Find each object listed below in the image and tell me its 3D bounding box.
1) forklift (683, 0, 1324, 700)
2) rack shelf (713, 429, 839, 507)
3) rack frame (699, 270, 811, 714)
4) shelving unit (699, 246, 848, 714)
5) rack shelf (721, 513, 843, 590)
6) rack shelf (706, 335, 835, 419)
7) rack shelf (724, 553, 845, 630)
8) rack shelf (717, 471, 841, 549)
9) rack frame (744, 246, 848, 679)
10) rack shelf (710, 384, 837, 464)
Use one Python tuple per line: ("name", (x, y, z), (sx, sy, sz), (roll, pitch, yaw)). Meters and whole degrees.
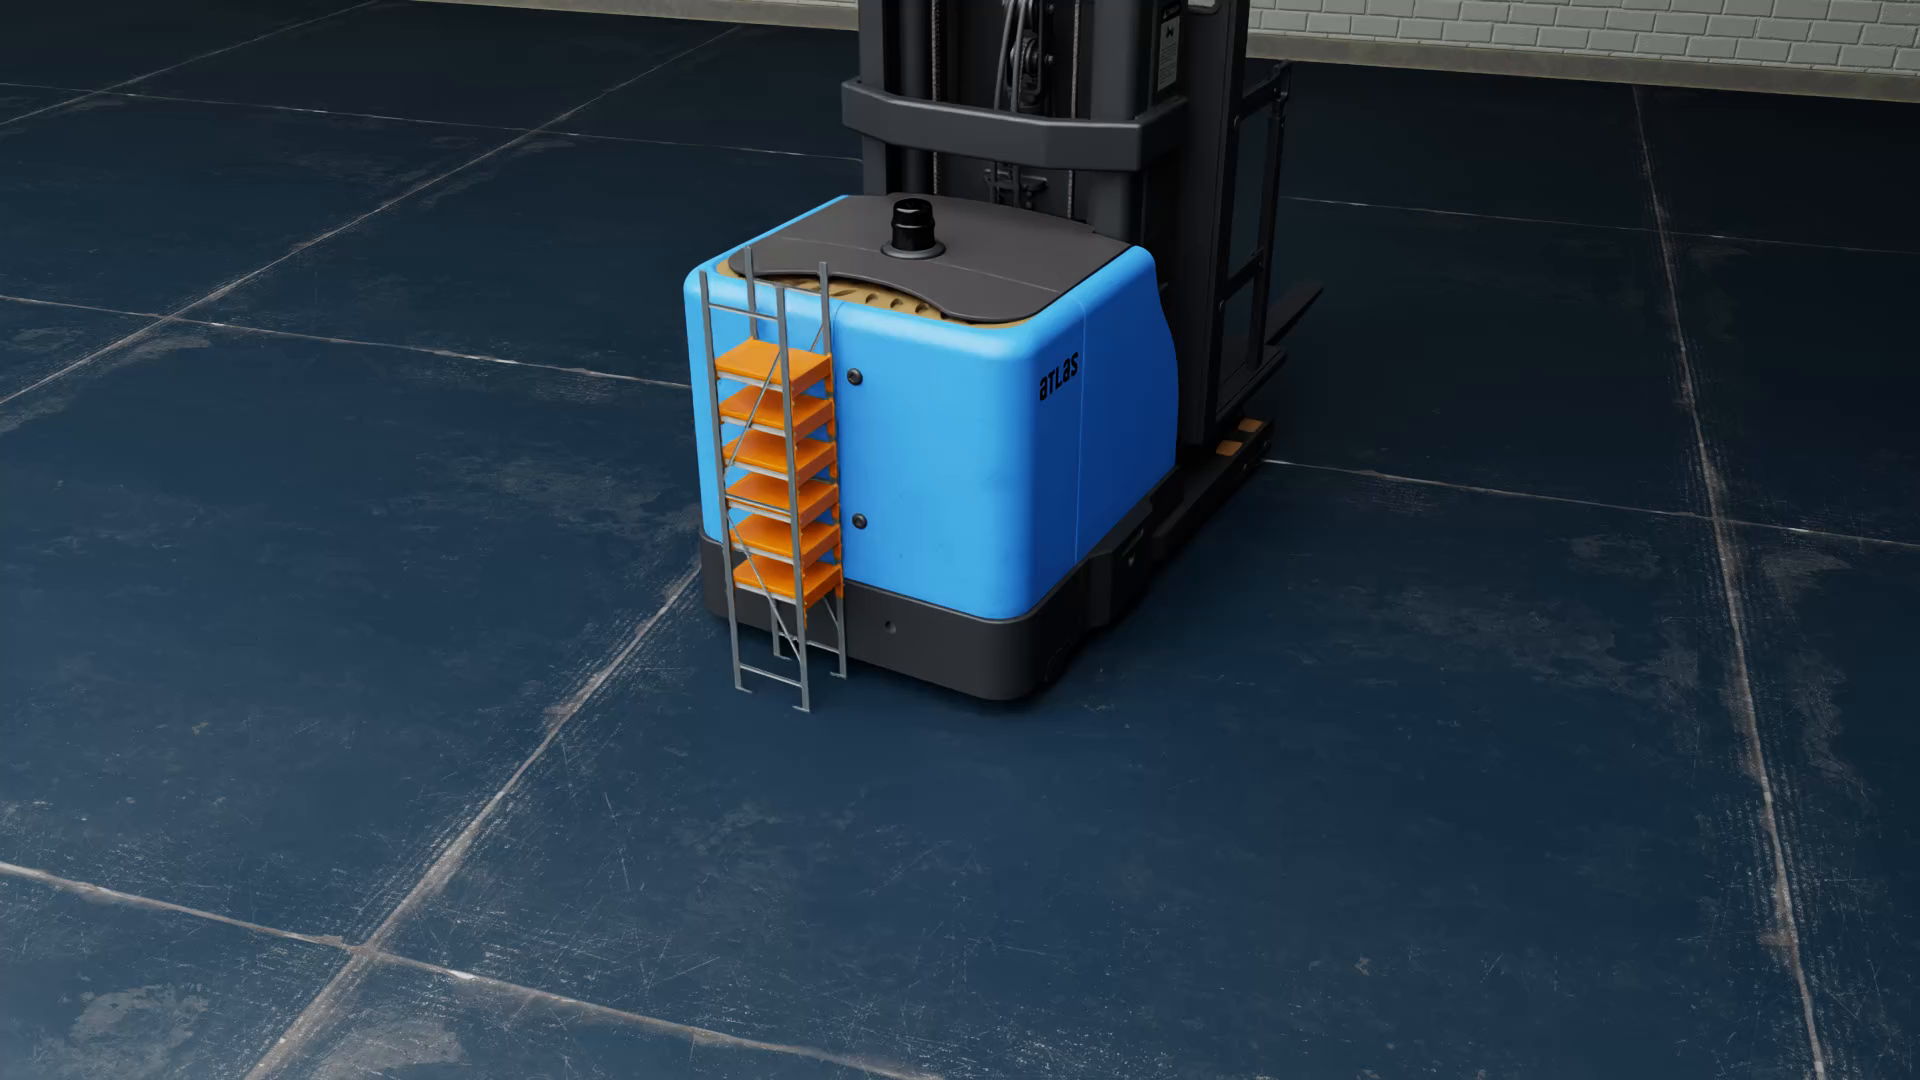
("forklift", (0.421, -1.546, 5.015), (1.130, 2.935, 3.031), (15, 32, 25))
("rack shelf", (-0.463, -0.194, 4.206), (0.258, 0.103, 0.180), (15, 33, 25))
("rack frame", (-0.507, -0.088, 4.175), (0.240, 1.200, 0.006), (15, 33, 25))
("shelving unit", (-0.463, -0.128, 4.244), (0.258, 1.200, 0.189), (15, 33, 25))
("rack shelf", (-0.462, 0.014, 4.326), (0.258, 0.103, 0.180), (15, 33, 25))
("rack shelf", (-0.465, -0.402, 4.087), (0.258, 0.103, 0.180), (15, 33, 25))
("rack shelf", (-0.461, 0.118, 4.385), (0.258, 0.103, 0.180), (15, 33, 25))
("rack shelf", (-0.463, -0.090, 4.266), (0.258, 0.103, 0.180), (15, 33, 25))
("rack frame", (-0.418, -0.168, 4.313), (0.240, 1.200, 0.006), (15, 33, 25))
("rack shelf", (-0.464, -0.298, 4.147), (0.258, 0.103, 0.180), (15, 33, 25))
